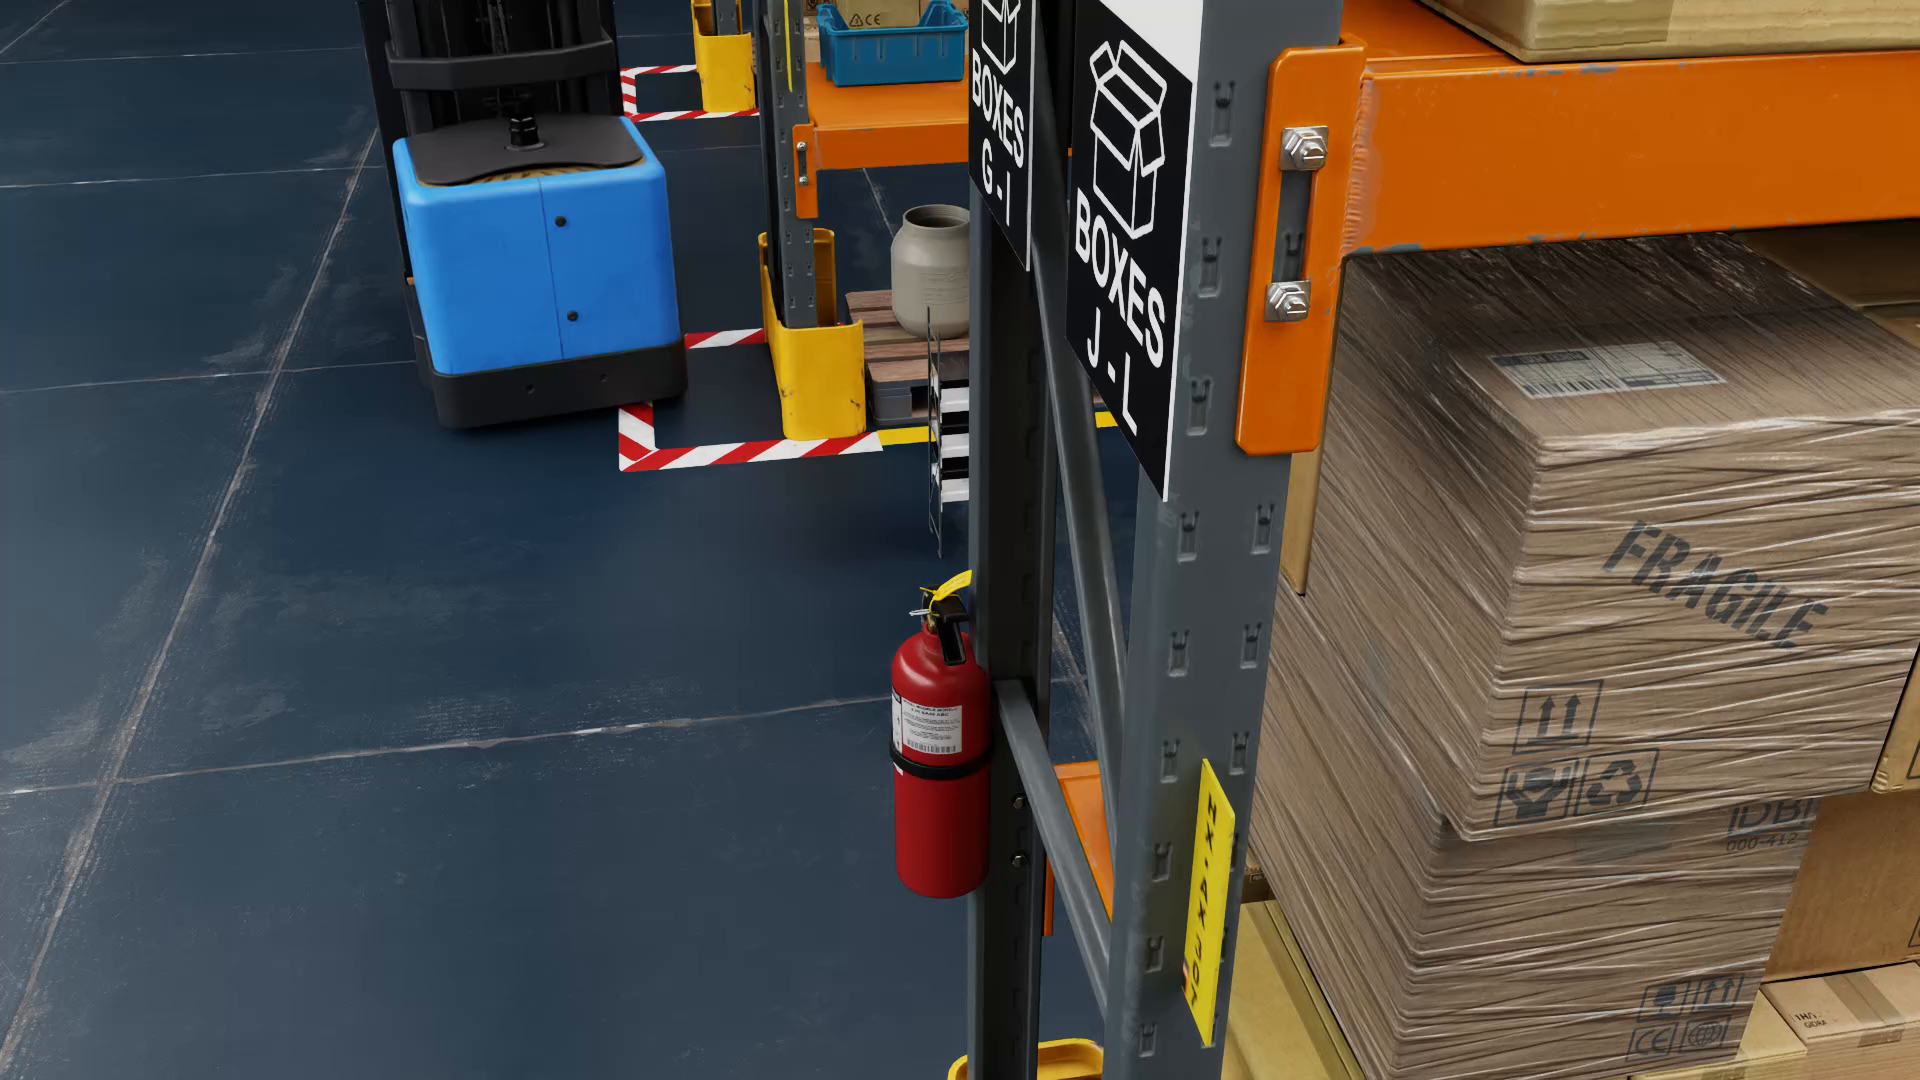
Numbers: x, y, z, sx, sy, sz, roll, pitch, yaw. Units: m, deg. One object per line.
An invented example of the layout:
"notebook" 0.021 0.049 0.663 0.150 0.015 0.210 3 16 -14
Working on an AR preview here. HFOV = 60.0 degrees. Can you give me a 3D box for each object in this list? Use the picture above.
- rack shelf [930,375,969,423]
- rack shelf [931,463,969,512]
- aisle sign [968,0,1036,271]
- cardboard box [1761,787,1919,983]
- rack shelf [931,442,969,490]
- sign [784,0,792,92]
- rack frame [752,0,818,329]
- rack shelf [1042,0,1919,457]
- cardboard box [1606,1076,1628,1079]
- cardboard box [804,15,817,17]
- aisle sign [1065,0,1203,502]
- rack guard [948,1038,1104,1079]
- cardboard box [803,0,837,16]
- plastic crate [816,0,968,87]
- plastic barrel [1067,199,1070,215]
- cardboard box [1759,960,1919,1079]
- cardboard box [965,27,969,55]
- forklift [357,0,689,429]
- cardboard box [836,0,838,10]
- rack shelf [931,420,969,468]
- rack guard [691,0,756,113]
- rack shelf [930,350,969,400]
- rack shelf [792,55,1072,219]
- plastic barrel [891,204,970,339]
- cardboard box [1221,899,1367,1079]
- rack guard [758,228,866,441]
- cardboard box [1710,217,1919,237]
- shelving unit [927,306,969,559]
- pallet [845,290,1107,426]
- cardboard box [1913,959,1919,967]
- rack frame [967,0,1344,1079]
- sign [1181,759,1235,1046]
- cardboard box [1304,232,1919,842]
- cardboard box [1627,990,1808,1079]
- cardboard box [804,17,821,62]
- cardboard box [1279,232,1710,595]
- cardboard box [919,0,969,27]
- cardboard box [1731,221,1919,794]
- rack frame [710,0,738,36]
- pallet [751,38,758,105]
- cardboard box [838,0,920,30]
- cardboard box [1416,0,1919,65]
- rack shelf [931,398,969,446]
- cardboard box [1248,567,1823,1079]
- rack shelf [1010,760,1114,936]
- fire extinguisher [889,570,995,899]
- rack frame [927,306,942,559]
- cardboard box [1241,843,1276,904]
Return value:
"rack shelf" 0.008 -0.515 5.949 0.200 0.077 0.258 -5 31 -9
"rack shelf" 0.008 -0.205 6.131 0.200 0.077 0.258 -5 31 -9
"aisle sign" 0.049 -0.773 2.040 0.004 0.787 0.394 -5 31 -9
"cardboard box" 1.180 0.178 2.595 0.500 0.500 0.875 -5 31 -9
"rack shelf" 0.008 -0.282 6.086 0.200 0.077 0.258 -5 31 -9
"sign" -0.633 -1.822 6.117 0.005 0.325 0.100 -5 31 -9
"rack frame" -0.728 -1.978 6.654 0.127 3.000 1.000 -5 31 -9
"rack shelf" 2.132 -0.674 2.187 4.000 0.370 1.077 -5 31 -9
"cardboard box" 0.737 0.680 2.383 0.250 0.149 0.380 -5 31 -9
"cardboard box" -1.142 -3.640 11.779 0.500 0.250 0.500 -5 31 -9
"aisle sign" 0.157 -0.474 1.531 0.004 0.787 0.394 -5 31 -9
"rack guard" 0.239 1.562 3.100 0.348 0.500 1.175 -5 31 -9
"cardboard box" -1.142 -3.964 11.591 0.500 0.500 0.500 -5 31 -9
"plastic crate" -0.289 -2.108 7.023 0.616 0.251 0.499 -5 31 -9
"plastic barrel" 0.399 -1.230 7.423 0.421 0.512 0.421 0 30 0
"cardboard box" 1.228 0.631 2.465 0.250 0.149 0.380 -5 31 -9
"cardboard box" -0.066 -3.474 11.498 0.500 0.250 0.500 -5 31 -9
"forklift" -2.168 -2.459 7.540 1.130 2.935 3.031 -11 32 -17
"cardboard box" -0.652 -3.691 11.867 0.500 0.250 0.500 -5 31 -9
"rack shelf" 0.008 -0.360 6.040 0.200 0.077 0.258 -5 31 -9
"rack guard" -1.640 -3.368 11.485 0.348 0.500 1.175 -5 31 -9
"rack shelf" 0.008 -0.593 5.903 0.200 0.077 0.258 -5 31 -9
"rack shelf" 1.239 -1.850 7.147 4.000 0.370 1.077 -5 31 -9
"plastic barrel" -0.094 -1.184 7.345 0.421 0.512 0.421 0 30 0
"cardboard box" 0.488 0.693 2.360 0.250 0.149 0.380 -5 31 -9
"rack guard" -0.662 -0.931 7.339 0.348 0.500 1.175 -5 31 -9
"cardboard box" 1.152 -0.333 2.478 0.500 0.500 0.500 -5 31 -9
"shelving unit" 0.008 -0.389 6.023 0.210 0.900 0.258 -5 31 -9
"pallet" 0.138 -0.878 7.534 1.213 0.211 1.003 -5 31 -9
"cardboard box" 1.475 0.612 2.498 0.250 0.149 0.380 -5 31 -9
"rack frame" 0.165 0.493 2.452 0.053 2.616 0.949 -5 31 -9
"sign" 0.262 0.389 1.775 0.005 0.325 0.100 -5 31 -9
"cardboard box" 0.754 -0.025 1.954 0.500 0.500 0.500 -5 31 -9
"cardboard box" 0.986 0.664 2.409 0.250 0.149 0.380 -5 31 -9
"cardboard box" -1.049 -3.381 11.340 0.500 0.250 0.500 -5 31 -9
"cardboard box" 0.661 -0.284 2.395 0.500 0.500 0.500 -5 31 -9
"cardboard box" -0.068 -3.803 11.318 0.500 0.500 0.500 -5 31 -9
"cardboard box" 1.247 -0.067 2.026 0.500 0.500 0.500 -5 31 -9
"rack frame" -1.616 -4.448 10.855 0.127 3.000 1.000 -5 31 -9
"pallet" -0.872 -3.336 11.716 1.213 0.211 1.003 -5 31 -9
"cardboard box" -0.557 -3.751 11.229 0.500 0.500 0.500 -5 31 -9
"cardboard box" 0.685 -0.652 1.588 0.500 0.250 0.500 -4 31 -7
"rack shelf" 0.008 -0.437 5.994 0.200 0.077 0.258 -5 31 -9
"cardboard box" 0.710 0.284 2.416 0.500 0.500 0.875 -5 31 -9
"rack shelf" 2.132 0.619 2.947 4.000 0.370 1.077 -5 31 -9
"fire extinguisher" -0.031 0.306 2.847 0.183 0.674 0.296 -5 31 -9
"rack frame" -0.092 -0.379 6.007 0.006 0.900 0.240 -5 31 -9
"cardboard box" 0.407 0.471 2.737 0.250 0.149 0.380 -5 31 -9
